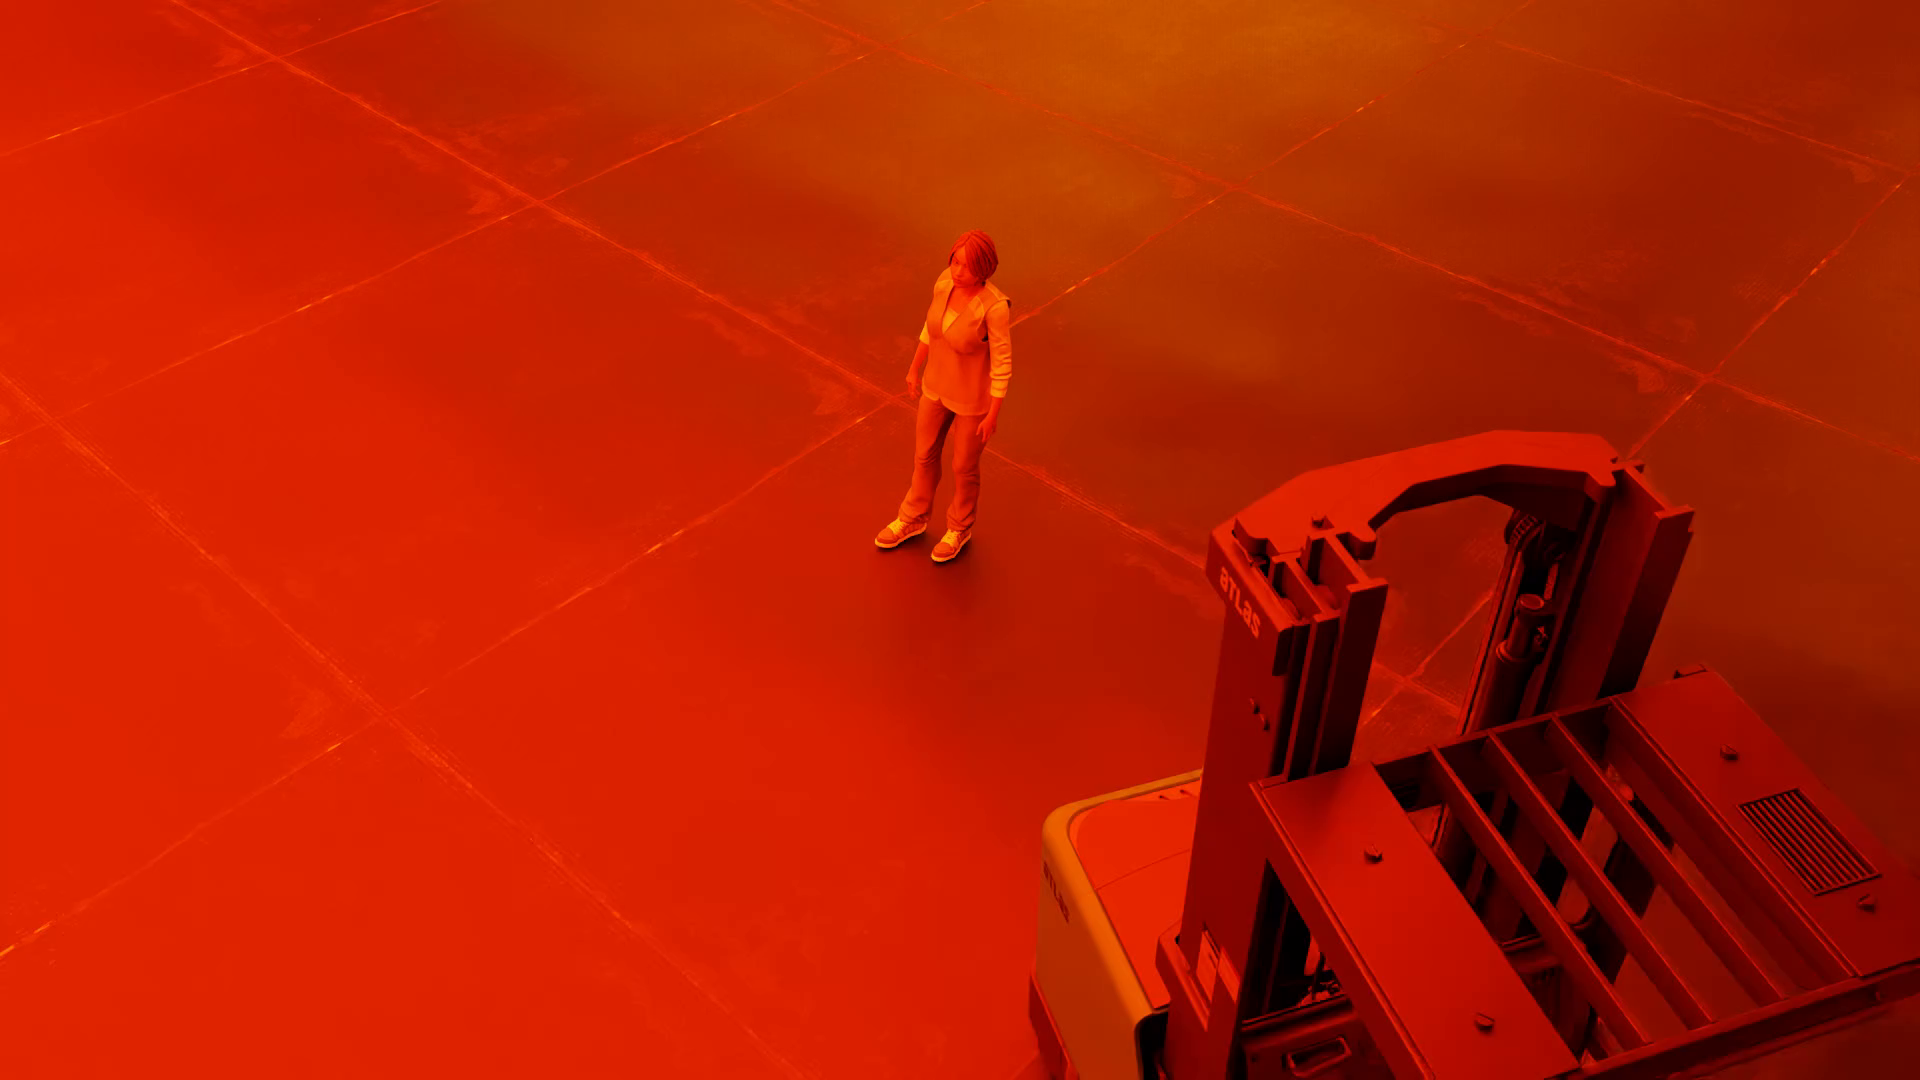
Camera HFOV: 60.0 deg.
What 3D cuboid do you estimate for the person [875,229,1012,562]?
[{"bbox_3d":[-0.060,-0.576,7.124,0.521,1.584,0.473,31,49,31],"label":"person"}]

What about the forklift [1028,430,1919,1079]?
[{"bbox_3d":[1.182,1.338,3.868,1.130,2.935,3.031,-12,42,-14],"label":"forklift"}]
